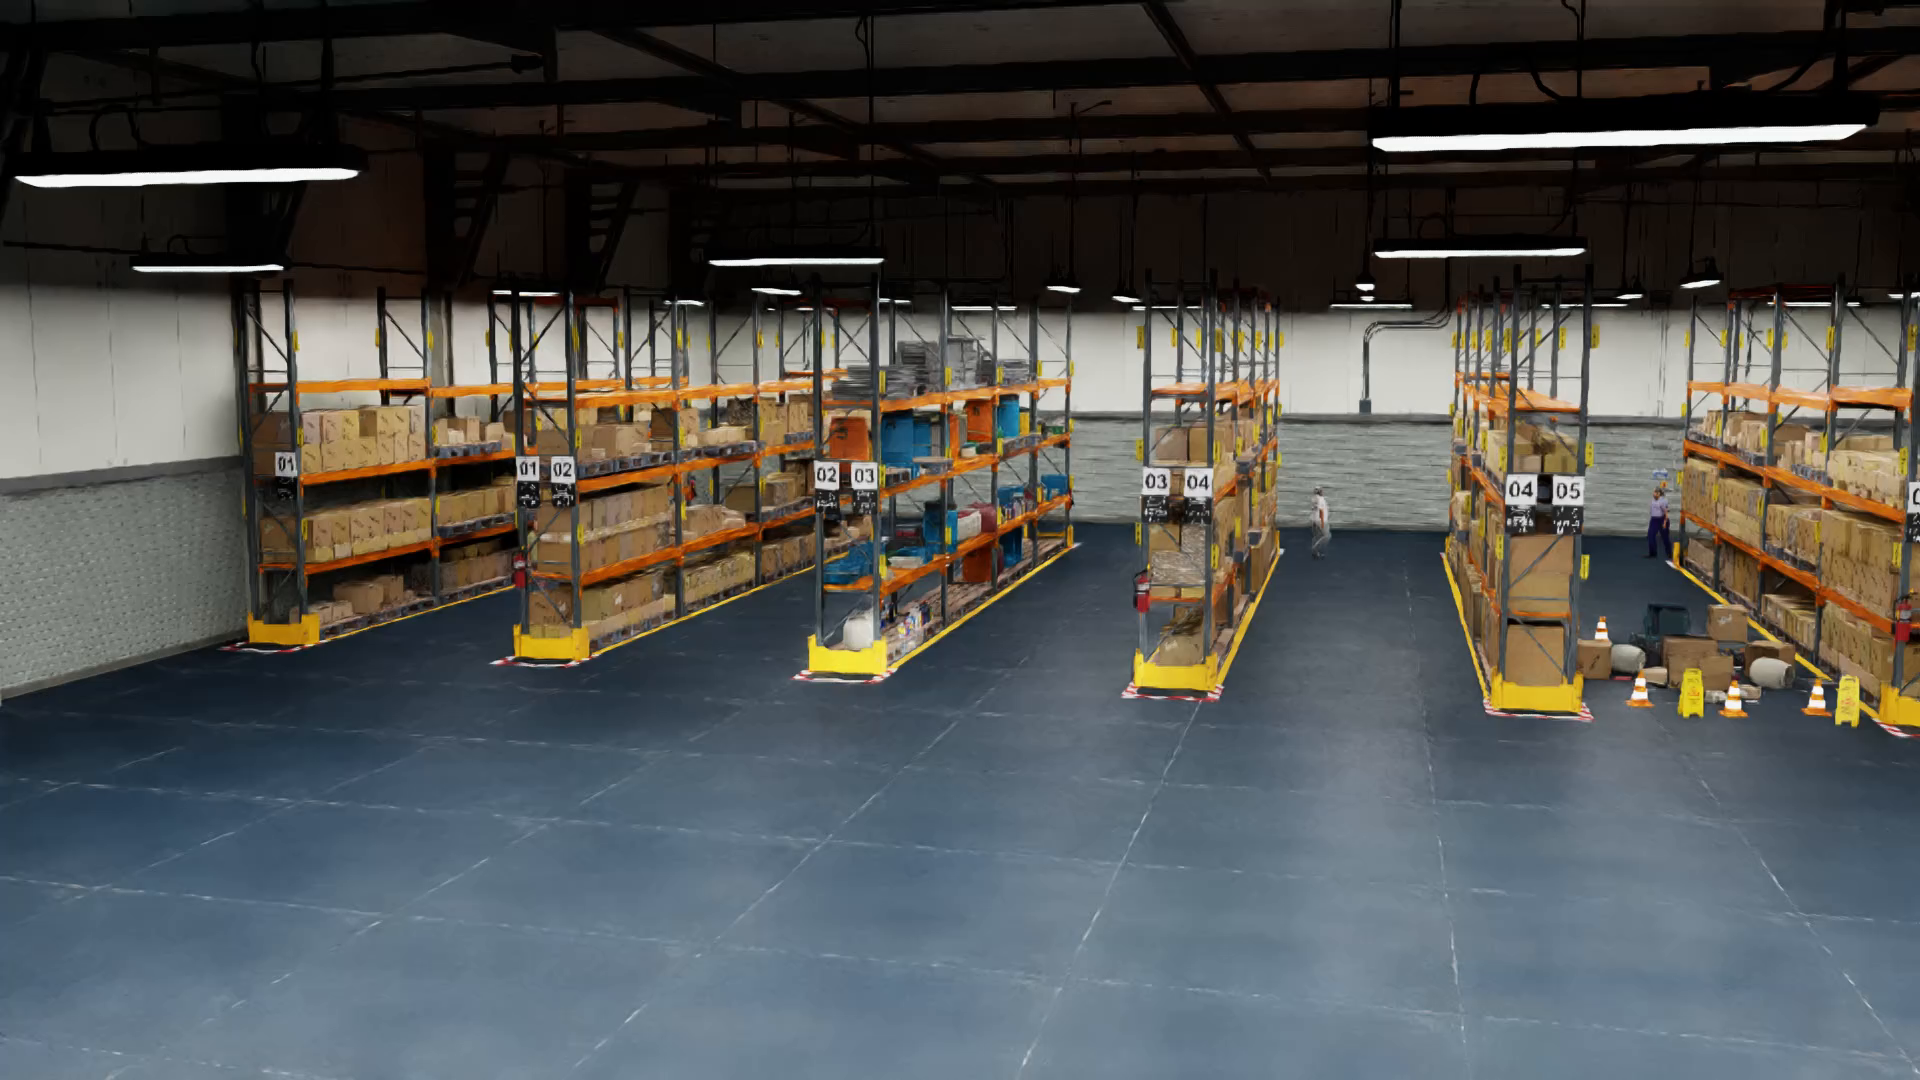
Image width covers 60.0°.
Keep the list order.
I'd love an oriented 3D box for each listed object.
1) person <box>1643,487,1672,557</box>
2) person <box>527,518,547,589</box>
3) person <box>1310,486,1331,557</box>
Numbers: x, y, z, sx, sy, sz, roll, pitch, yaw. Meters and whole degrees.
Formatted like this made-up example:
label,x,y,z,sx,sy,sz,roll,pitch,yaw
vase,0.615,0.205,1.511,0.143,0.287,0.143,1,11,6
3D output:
label,x,y,z,sx,sy,sz,roll,pitch,yaw
person,16.189,-0.406,38.432,0.558,1.641,0.545,-3,7,-21
person,-8.089,0.371,31.908,0.446,1.604,1.018,1,7,5
person,8.273,-0.417,38.374,0.441,1.659,0.539,-2,7,-15
